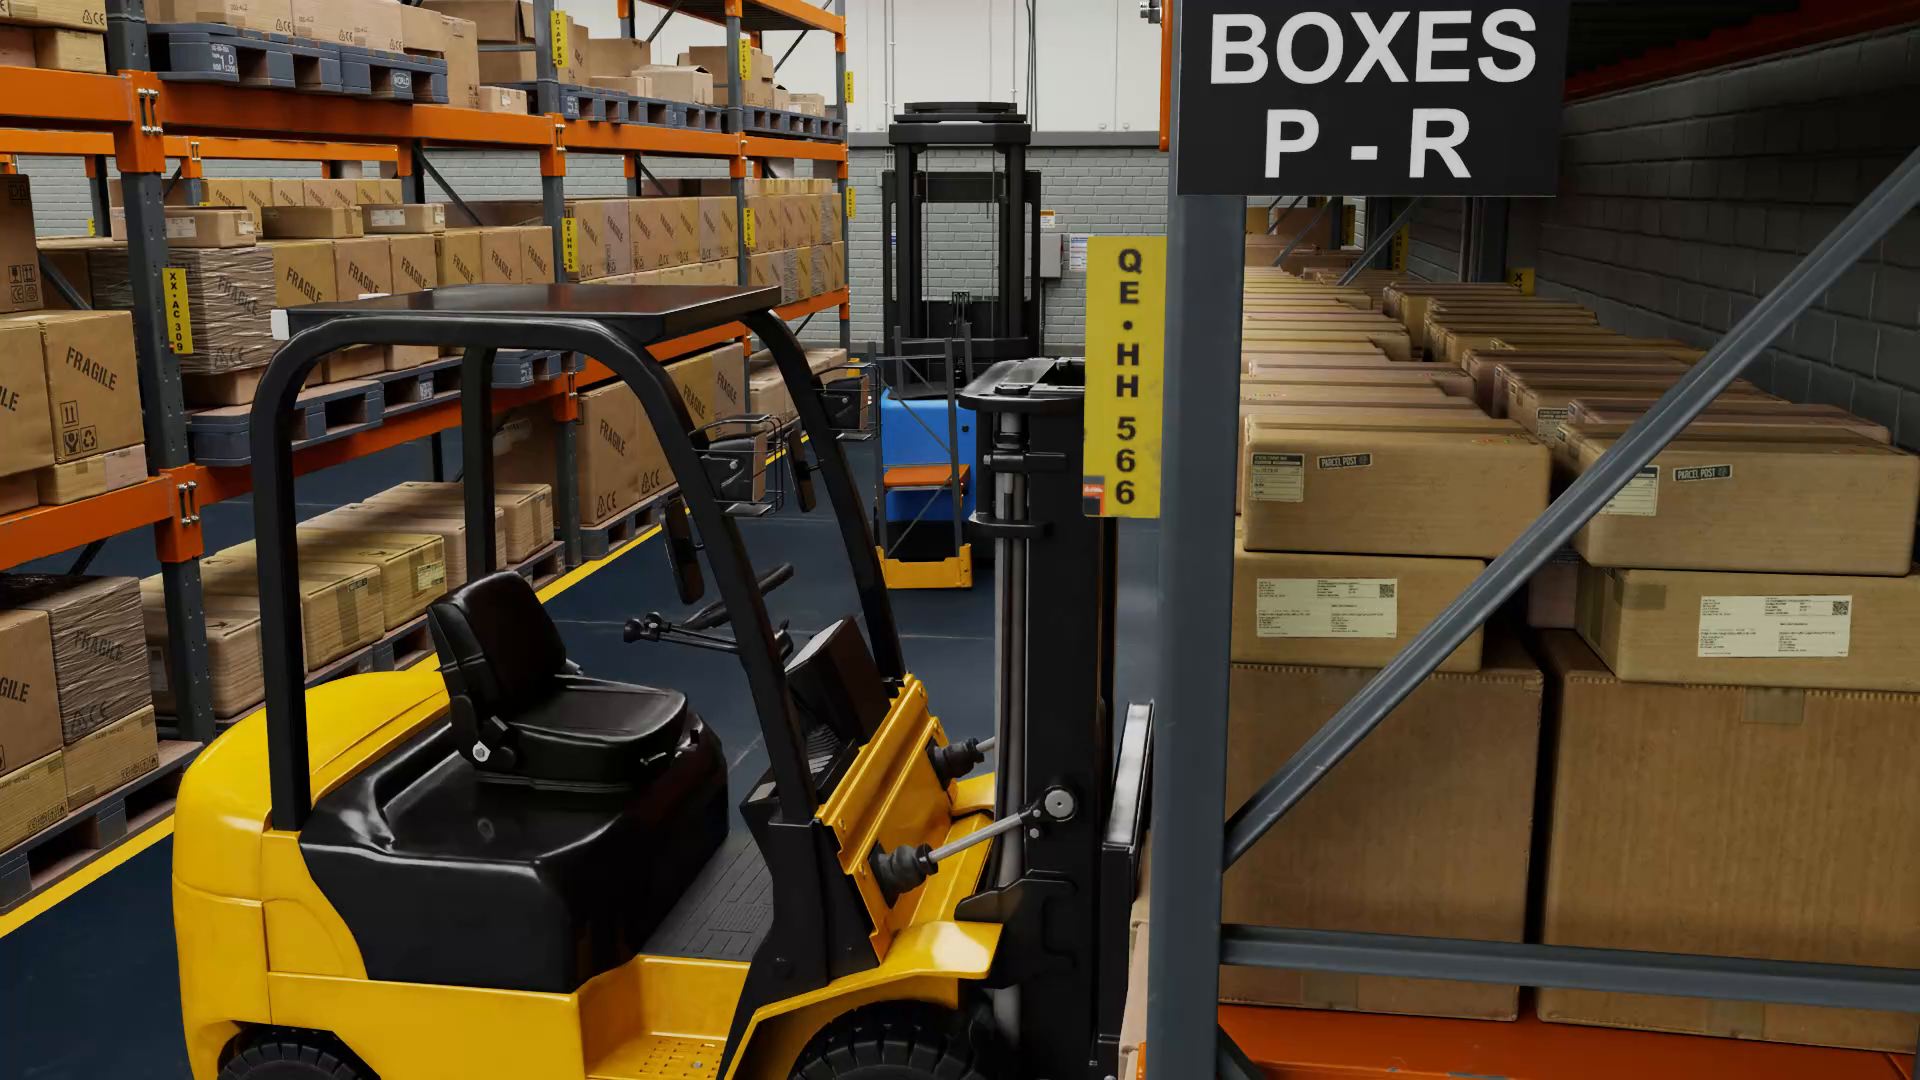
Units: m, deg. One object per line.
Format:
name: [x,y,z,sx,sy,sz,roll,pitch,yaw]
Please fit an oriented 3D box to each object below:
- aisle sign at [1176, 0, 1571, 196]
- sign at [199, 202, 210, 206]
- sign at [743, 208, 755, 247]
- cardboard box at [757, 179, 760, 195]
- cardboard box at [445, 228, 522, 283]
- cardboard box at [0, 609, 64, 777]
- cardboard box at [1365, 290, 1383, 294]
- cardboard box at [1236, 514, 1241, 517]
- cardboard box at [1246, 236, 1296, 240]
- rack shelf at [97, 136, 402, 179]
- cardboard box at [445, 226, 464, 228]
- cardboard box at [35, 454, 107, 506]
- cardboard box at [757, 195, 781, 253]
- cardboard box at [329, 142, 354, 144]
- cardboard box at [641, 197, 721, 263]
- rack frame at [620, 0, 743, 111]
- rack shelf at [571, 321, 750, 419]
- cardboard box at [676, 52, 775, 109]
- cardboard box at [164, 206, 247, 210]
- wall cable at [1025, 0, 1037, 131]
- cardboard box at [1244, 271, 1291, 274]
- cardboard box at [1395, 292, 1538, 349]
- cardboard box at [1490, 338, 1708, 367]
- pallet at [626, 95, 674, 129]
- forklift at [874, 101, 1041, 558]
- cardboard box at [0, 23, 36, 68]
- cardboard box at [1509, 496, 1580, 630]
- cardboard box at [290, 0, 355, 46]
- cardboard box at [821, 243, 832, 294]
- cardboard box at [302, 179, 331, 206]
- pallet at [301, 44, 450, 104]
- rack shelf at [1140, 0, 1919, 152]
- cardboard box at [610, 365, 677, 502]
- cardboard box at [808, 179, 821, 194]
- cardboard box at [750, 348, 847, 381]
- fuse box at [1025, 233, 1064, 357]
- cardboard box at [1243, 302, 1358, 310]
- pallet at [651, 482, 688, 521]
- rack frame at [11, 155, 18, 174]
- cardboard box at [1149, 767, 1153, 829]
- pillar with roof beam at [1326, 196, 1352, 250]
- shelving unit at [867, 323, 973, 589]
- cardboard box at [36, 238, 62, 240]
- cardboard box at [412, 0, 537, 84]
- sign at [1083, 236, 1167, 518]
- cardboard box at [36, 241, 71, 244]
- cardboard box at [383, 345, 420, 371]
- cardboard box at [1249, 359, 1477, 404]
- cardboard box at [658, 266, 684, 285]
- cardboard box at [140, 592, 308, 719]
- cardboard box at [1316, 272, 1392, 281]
aisle sign: [0.428,-0.751,1.685,0.394,0.787,0.004,2,12,9]
sign: [-6.689,-2.830,14.757,0.100,0.325,0.005,2,12,9]
sign: [-1.793,-2.654,14.126,0.100,0.325,0.005,2,12,9]
cardboard box: [-2.005,-3.162,14.897,0.380,0.149,0.250,2,12,8]
cardboard box: [-2.810,-1.497,9.381,0.500,0.500,0.500,2,12,8]
cardboard box: [-3.464,0.533,5.648,0.500,0.500,0.500,2,12,10]
cardboard box: [1.858,-1.012,7.294,0.380,0.149,0.250,2,12,8]
cardboard box: [0.515,0.015,2.528,0.380,0.149,0.250,2,12,10]
cardboard box: [2.199,-2.035,12.581,0.700,0.500,0.500,2,12,9]
rack shelf: [-6.930,-3.812,16.651,1.077,0.370,4.000,2,12,9]
cardboard box: [-3.244,-1.623,9.963,0.500,0.500,0.500,2,12,7]
cardboard box: [-3.341,-0.225,6.013,0.380,0.149,0.250,2,12,10]
cardboard box: [-1.934,-2.876,15.107,0.500,0.500,0.500,2,12,8]
cardboard box: [-6.592,-4.194,17.072,0.500,0.250,0.500,2,12,11]
cardboard box: [-2.224,-2.471,13.226,0.500,0.500,0.500,2,12,10]
rack frame: [-2.331,-5.075,13.680,1.000,3.000,0.127,2,12,9]
rack shelf: [-2.638,-1.374,12.456,1.077,0.370,4.000,2,12,9]
cardboard box: [-2.155,-4.195,15.238,0.797,0.503,0.637,3,12,13]
cardboard box: [-3.601,-1.498,7.846,0.380,0.149,0.250,1,12,6]
wall cable: [2.370,-6.996,22.506,2.988,3.039,0.133,2,12,9]
cardboard box: [1.565,-1.348,8.853,0.380,0.149,0.250,2,12,10]
cardboard box: [1.486,-0.645,4.884,0.380,0.149,0.250,2,12,8]
cardboard box: [1.298,-0.325,3.399,0.380,0.149,0.250,2,12,7]
pallet: [-2.730,-3.052,11.863,1.003,0.211,1.213,2,12,11]
forklift: [0.018,-1.565,11.799,1.130,2.935,3.031,0,12,2]
cardboard box: [-3.434,-1.695,5.714,0.380,0.149,0.250,2,12,9]
cardboard box: [1.012,0.034,2.436,0.380,0.149,0.250,2,12,9]
cardboard box: [-2.998,-2.289,7.235,0.500,0.250,0.500,2,12,8]
cardboard box: [-1.620,-2.811,17.177,0.500,0.500,0.500,2,12,7]
cardboard box: [-6.674,-3.369,16.692,0.500,0.500,0.500,1,12,7]
pallet: [-3.205,-2.192,7.871,1.213,0.211,1.003,2,12,9]
rack shelf: [1.036,-1.015,3.670,1.077,0.370,4.000,2,12,9]
cardboard box: [-2.616,-0.803,12.144,0.875,0.875,0.875,2,12,9]
cardboard box: [-1.624,-3.587,16.867,0.380,0.149,0.250,2,12,10]
cardboard box: [-1.718,-1.787,17.749,0.875,0.438,0.875,1,12,7]
fuse box: [1.182,-3.421,23.305,0.539,1.711,0.414,2,12,9]
cardboard box: [0.866,-0.555,4.467,0.380,0.149,0.250,2,12,8]
pallet: [-2.560,-0.361,12.668,1.003,0.211,1.213,2,12,9]
rack frame: [-11.508,-3.296,19.666,1.000,3.000,0.127,2,12,9]
cardboard box: [0.717,0.743,4.082,0.500,0.250,0.500,2,12,8]
pillar with roof beam: [0.241,-6.419,19.917,9.100,9.000,0.400,2,12,9]
shelving unit: [-0.199,-0.555,10.443,0.587,1.500,1.083,-2,12,7]
cardboard box: [-7.832,-2.476,14.050,0.380,0.149,0.250,2,12,9]
cardboard box: [-3.037,-3.115,10.464,0.797,0.503,0.637,1,12,5]
sign: [0.195,-0.186,1.927,0.100,0.325,0.005,2,12,9]
cardboard box: [-7.308,-2.293,13.203,0.380,0.149,0.250,1,12,6]
cardboard box: [-2.936,-0.934,8.308,0.380,0.149,0.250,2,12,11]
cardboard box: [0.708,-0.234,2.975,0.380,0.149,0.250,2,12,9]
cardboard box: [-2.364,-1.894,12.331,0.500,0.250,0.500,2,12,10]
cardboard box: [-3.483,0.493,7.324,0.950,0.372,0.625,2,12,9]
cardboard box: [2.079,-1.331,8.772,0.380,0.149,0.250,2,12,9]
